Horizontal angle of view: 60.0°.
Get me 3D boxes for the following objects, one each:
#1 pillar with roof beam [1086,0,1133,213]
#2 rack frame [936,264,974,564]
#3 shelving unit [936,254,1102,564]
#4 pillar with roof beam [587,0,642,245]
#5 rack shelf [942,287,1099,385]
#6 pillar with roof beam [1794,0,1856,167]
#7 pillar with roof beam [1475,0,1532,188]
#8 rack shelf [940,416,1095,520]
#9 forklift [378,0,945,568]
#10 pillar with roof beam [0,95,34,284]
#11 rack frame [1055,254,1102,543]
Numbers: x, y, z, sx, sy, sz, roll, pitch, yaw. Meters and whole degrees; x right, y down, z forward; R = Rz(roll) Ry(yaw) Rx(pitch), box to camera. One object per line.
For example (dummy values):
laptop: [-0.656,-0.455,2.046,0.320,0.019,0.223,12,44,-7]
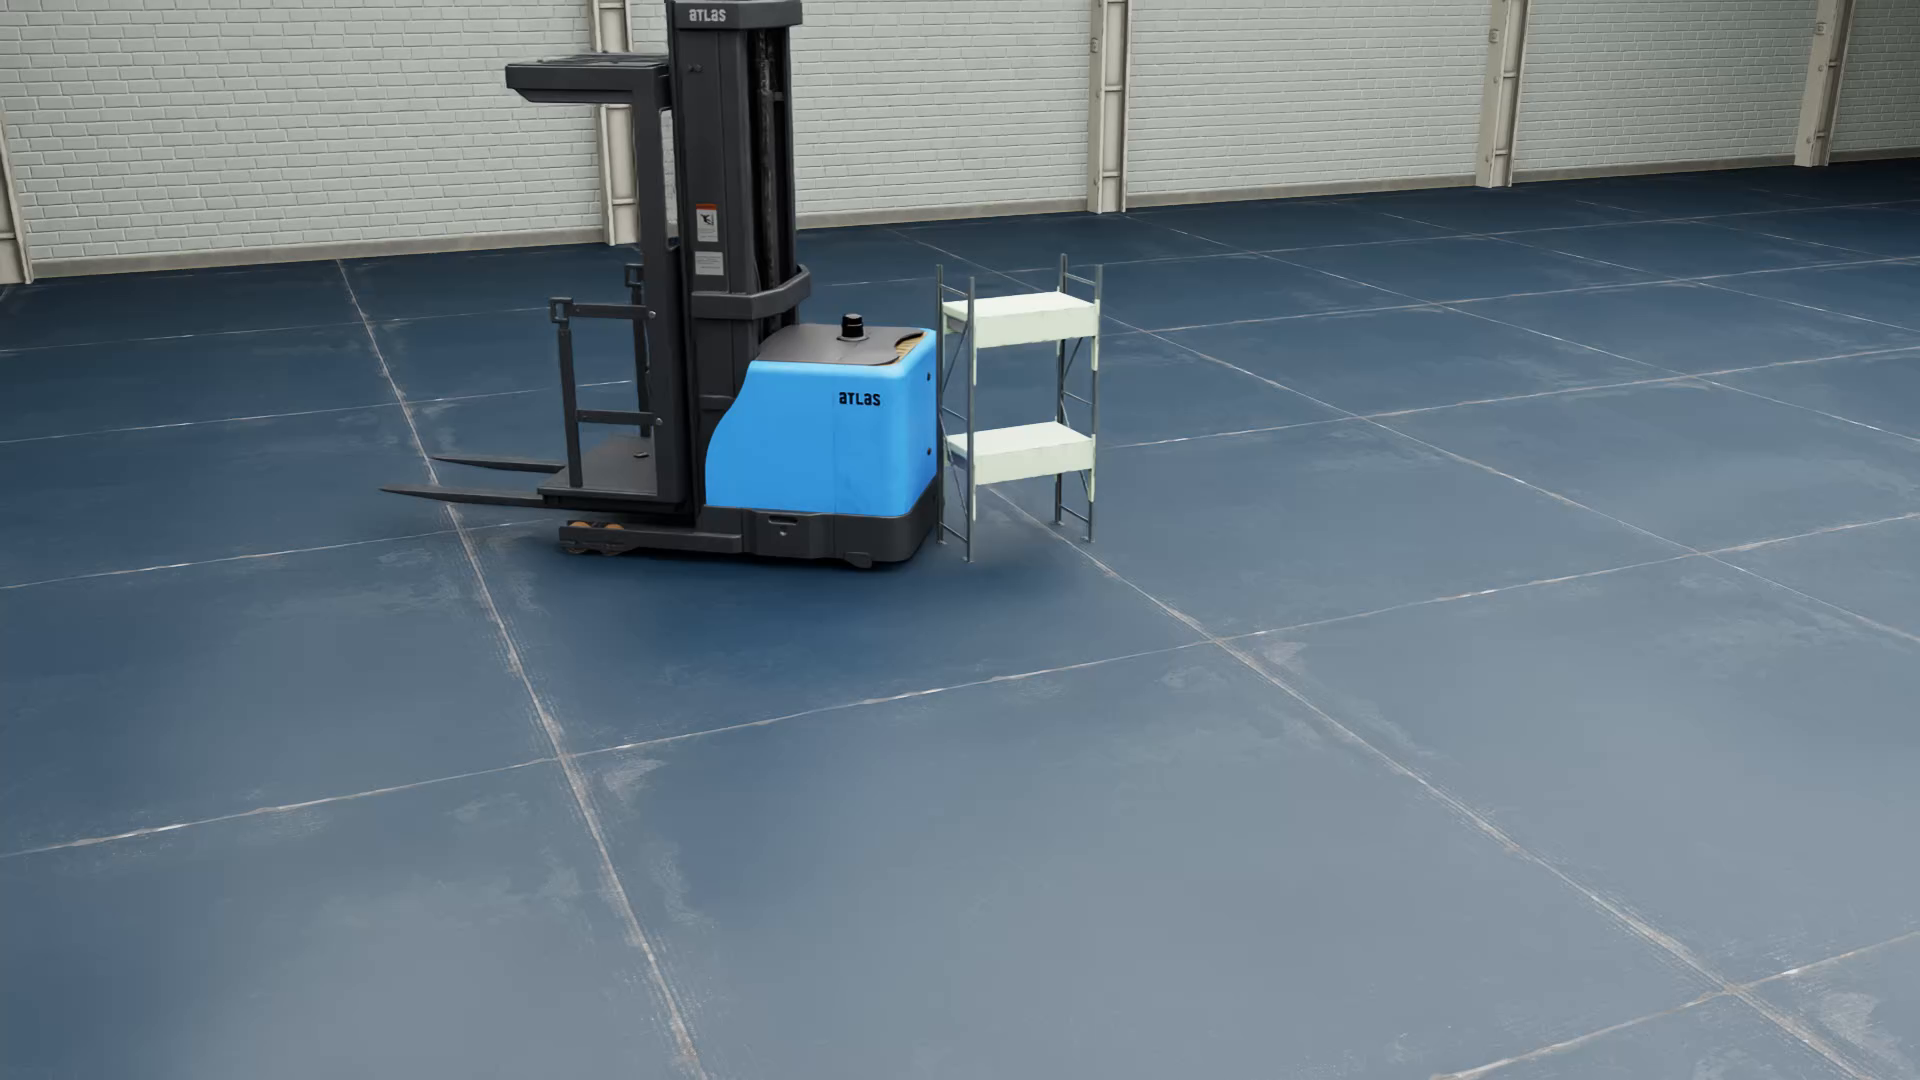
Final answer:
pillar with roof beam: [3.513,-7.010,15.381,0.400,9.000,9.100,-8,21,-22]
rack frame: [-0.028,-0.643,8.589,0.023,1.500,0.400,-9,21,-25]
shelving unit: [0.301,-0.696,8.742,0.755,1.500,0.431,-9,21,-25]
pillar with roof beam: [-1.996,-6.220,13.139,0.400,9.000,9.100,-8,21,-22]
rack shelf: [0.301,-1.065,8.612,0.720,0.370,0.431,-9,21,-25]
pillar with roof beam: [14.532,-8.588,19.864,0.400,9.000,9.100,-8,21,-22]
pillar with roof beam: [9.023,-7.799,17.622,0.400,9.000,9.100,-8,21,-22]
rack shelf: [0.301,-0.389,8.850,0.720,0.370,0.431,-9,21,-25]
forklift: [-1.655,-1.464,8.768,3.031,2.935,1.130,4,20,11]
pillar with roof beam: [-7.505,-5.431,10.897,0.400,9.000,9.100,-8,21,-22]
rack frame: [0.629,-0.750,8.895,0.023,1.500,0.400,-9,21,-25]
